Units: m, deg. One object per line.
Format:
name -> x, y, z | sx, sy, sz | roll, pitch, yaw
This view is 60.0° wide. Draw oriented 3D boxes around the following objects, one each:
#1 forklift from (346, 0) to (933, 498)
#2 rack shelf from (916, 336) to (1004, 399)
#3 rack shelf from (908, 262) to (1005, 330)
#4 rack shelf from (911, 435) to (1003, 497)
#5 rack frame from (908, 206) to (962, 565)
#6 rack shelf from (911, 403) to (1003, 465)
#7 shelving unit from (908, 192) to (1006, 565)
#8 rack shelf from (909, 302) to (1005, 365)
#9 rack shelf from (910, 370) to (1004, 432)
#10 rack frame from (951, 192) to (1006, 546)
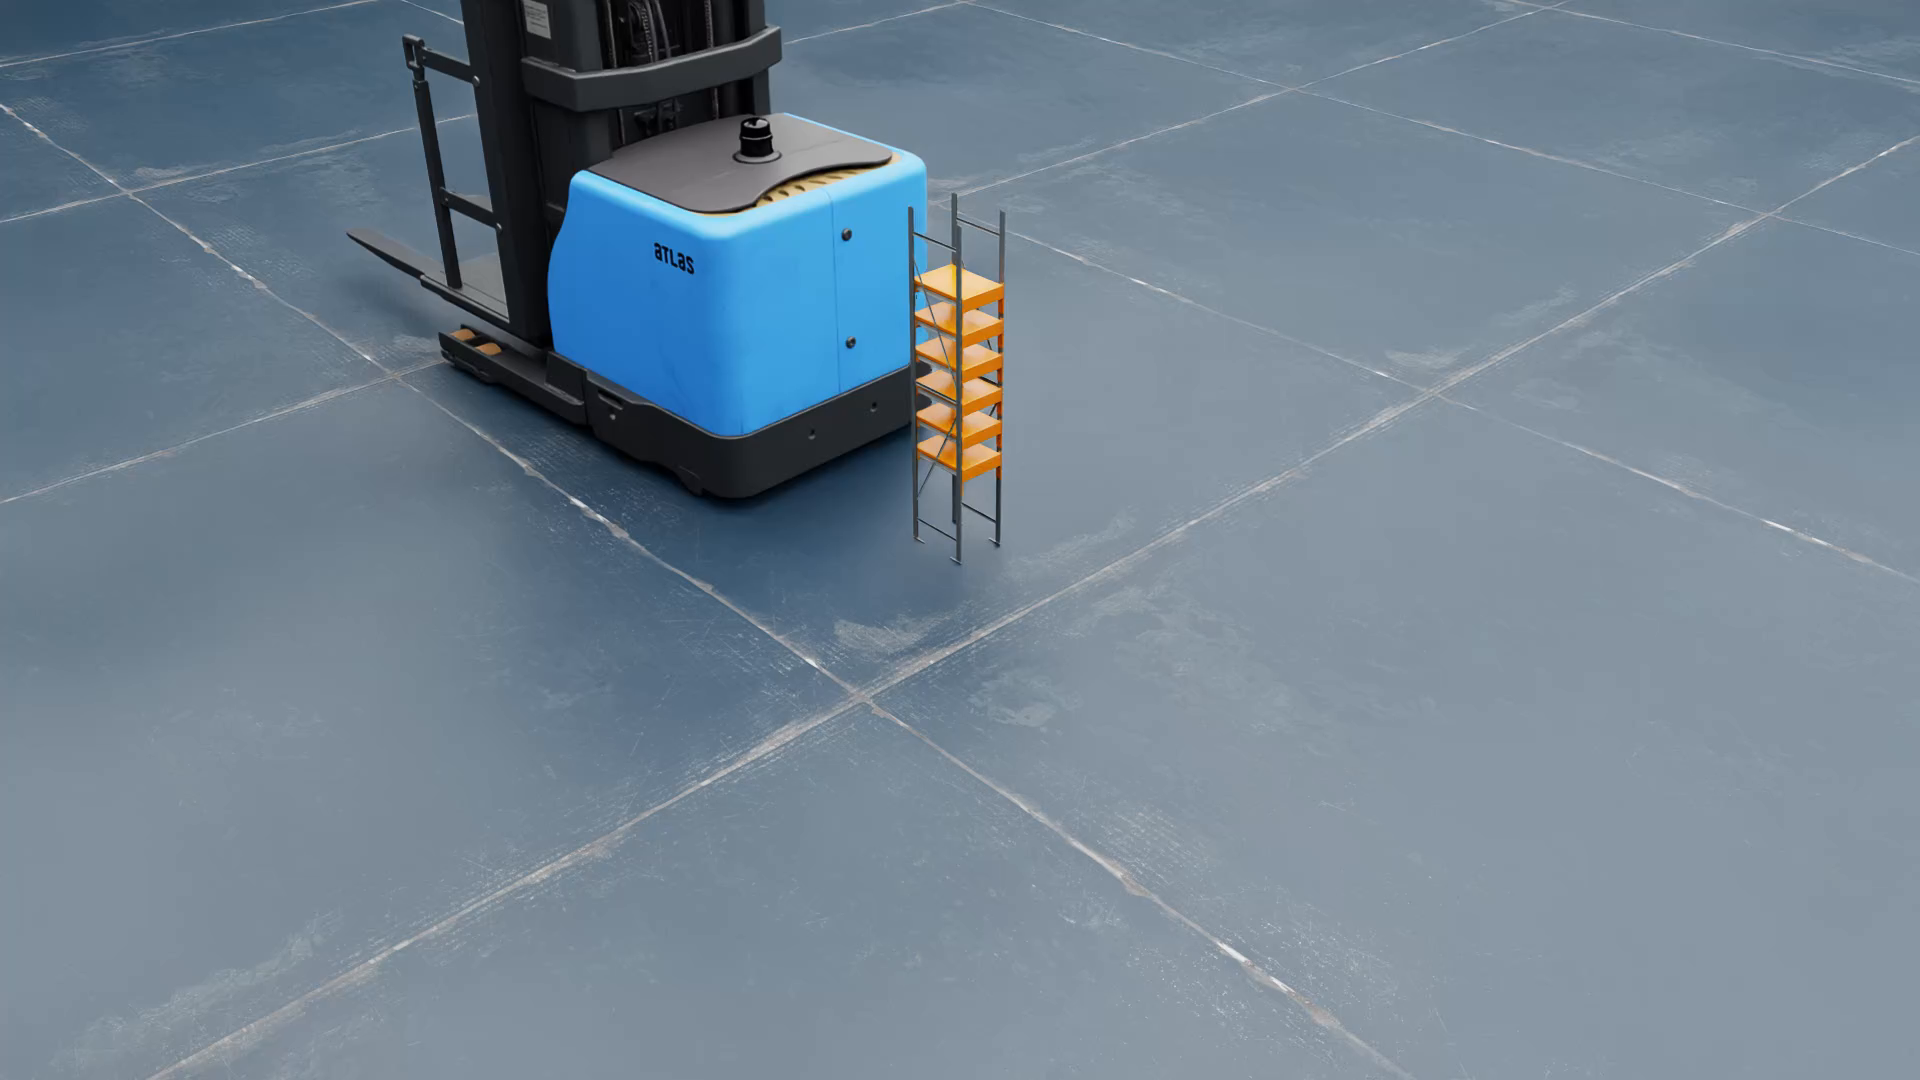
forklift -> -1.511, -2.059, 6.307 | 3.031, 2.935, 1.130 | 27, 40, 37
rack shelf -> -0.011, -0.571, 5.389 | 0.180, 0.103, 0.258 | -26, 40, -35
rack shelf -> -0.011, -0.776, 5.264 | 0.180, 0.103, 0.258 | -26, 40, -35
rack shelf -> -0.011, -0.264, 5.577 | 0.180, 0.103, 0.258 | -26, 40, -35
rack frame -> -0.078, -0.474, 5.376 | 0.006, 1.200, 0.240 | -26, 40, -35
rack shelf -> -0.011, -0.366, 5.514 | 0.180, 0.103, 0.258 | -26, 40, -35
shelving unit -> -0.011, -0.507, 5.429 | 0.189, 1.200, 0.258 | -26, 40, -35
rack shelf -> -0.011, -0.674, 5.327 | 0.180, 0.103, 0.258 | -26, 40, -35
rack shelf -> -0.011, -0.469, 5.452 | 0.180, 0.103, 0.258 | -26, 40, -35
rack frame -> 0.056, -0.539, 5.482 | 0.006, 1.200, 0.240 | -26, 40, -35
